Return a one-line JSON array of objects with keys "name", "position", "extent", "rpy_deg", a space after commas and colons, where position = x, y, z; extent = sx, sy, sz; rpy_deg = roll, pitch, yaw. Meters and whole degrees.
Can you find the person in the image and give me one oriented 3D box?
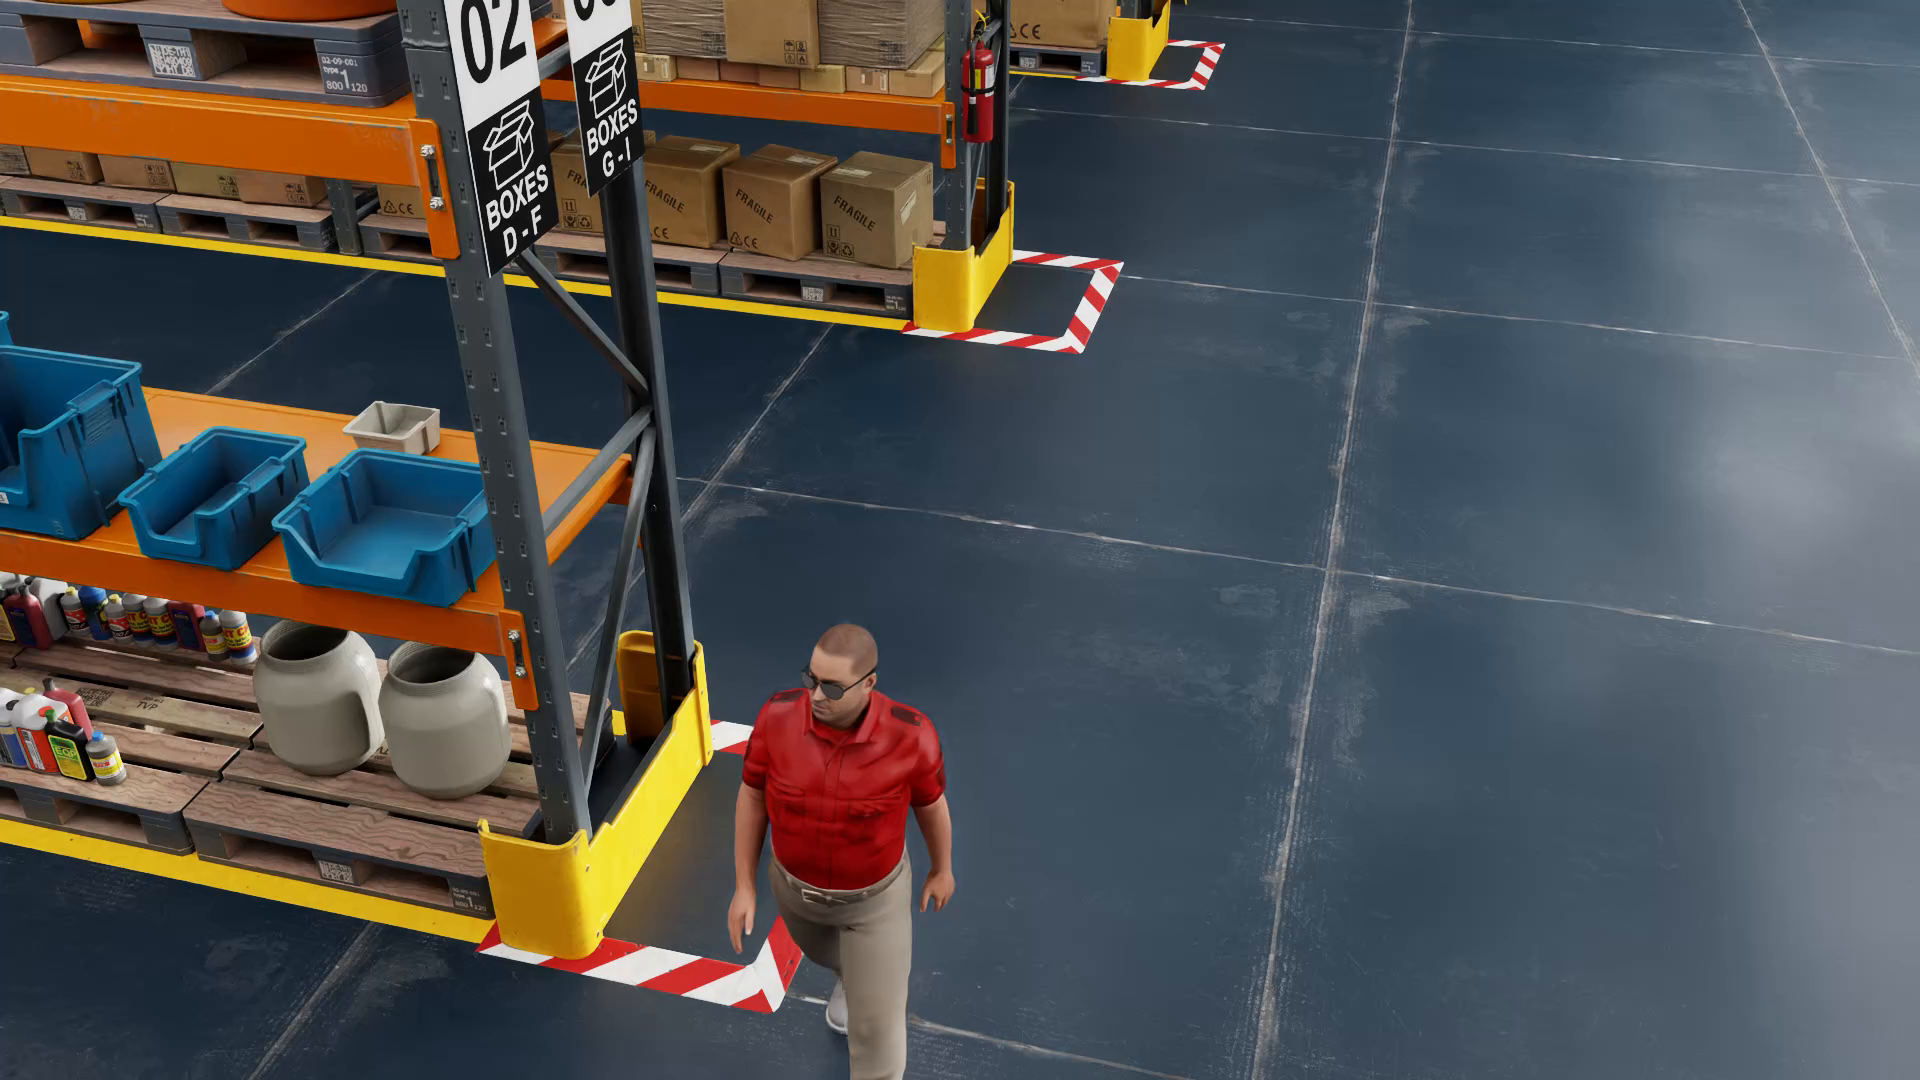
[{"name": "person", "position": [-0.352, 0.983, 4.606], "extent": [0.571, 1.659, 1.038], "rpy_deg": [9, 34, 13]}]
